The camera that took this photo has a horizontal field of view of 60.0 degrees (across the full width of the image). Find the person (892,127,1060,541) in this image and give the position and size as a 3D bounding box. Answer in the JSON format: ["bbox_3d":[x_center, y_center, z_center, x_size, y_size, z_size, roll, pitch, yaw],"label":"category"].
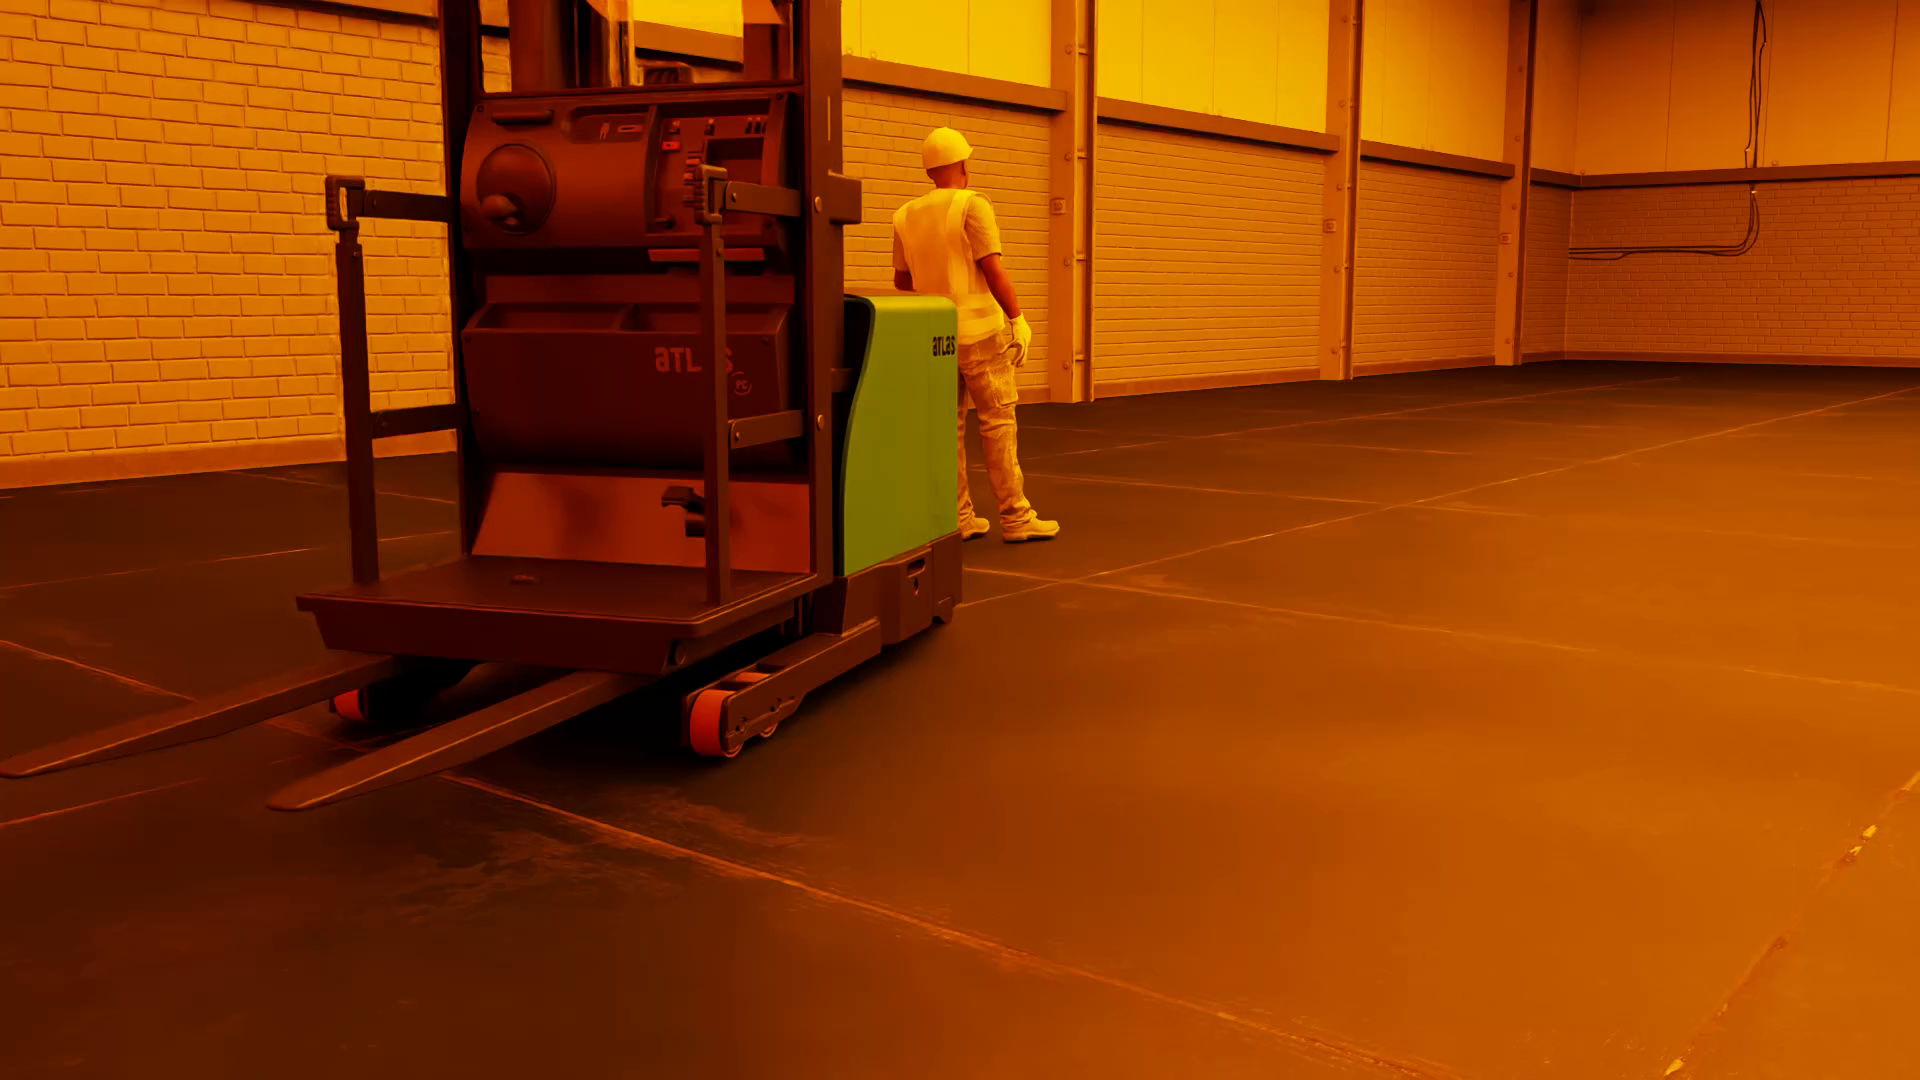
[{"bbox_3d":[0.052,-0.897,7.325,0.657,1.785,0.575,7,11,38],"label":"person"}]

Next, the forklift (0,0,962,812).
[{"bbox_3d":[-0.947,-1.002,4.130,1.130,2.935,3.031,3,9,18],"label":"forklift"}]
